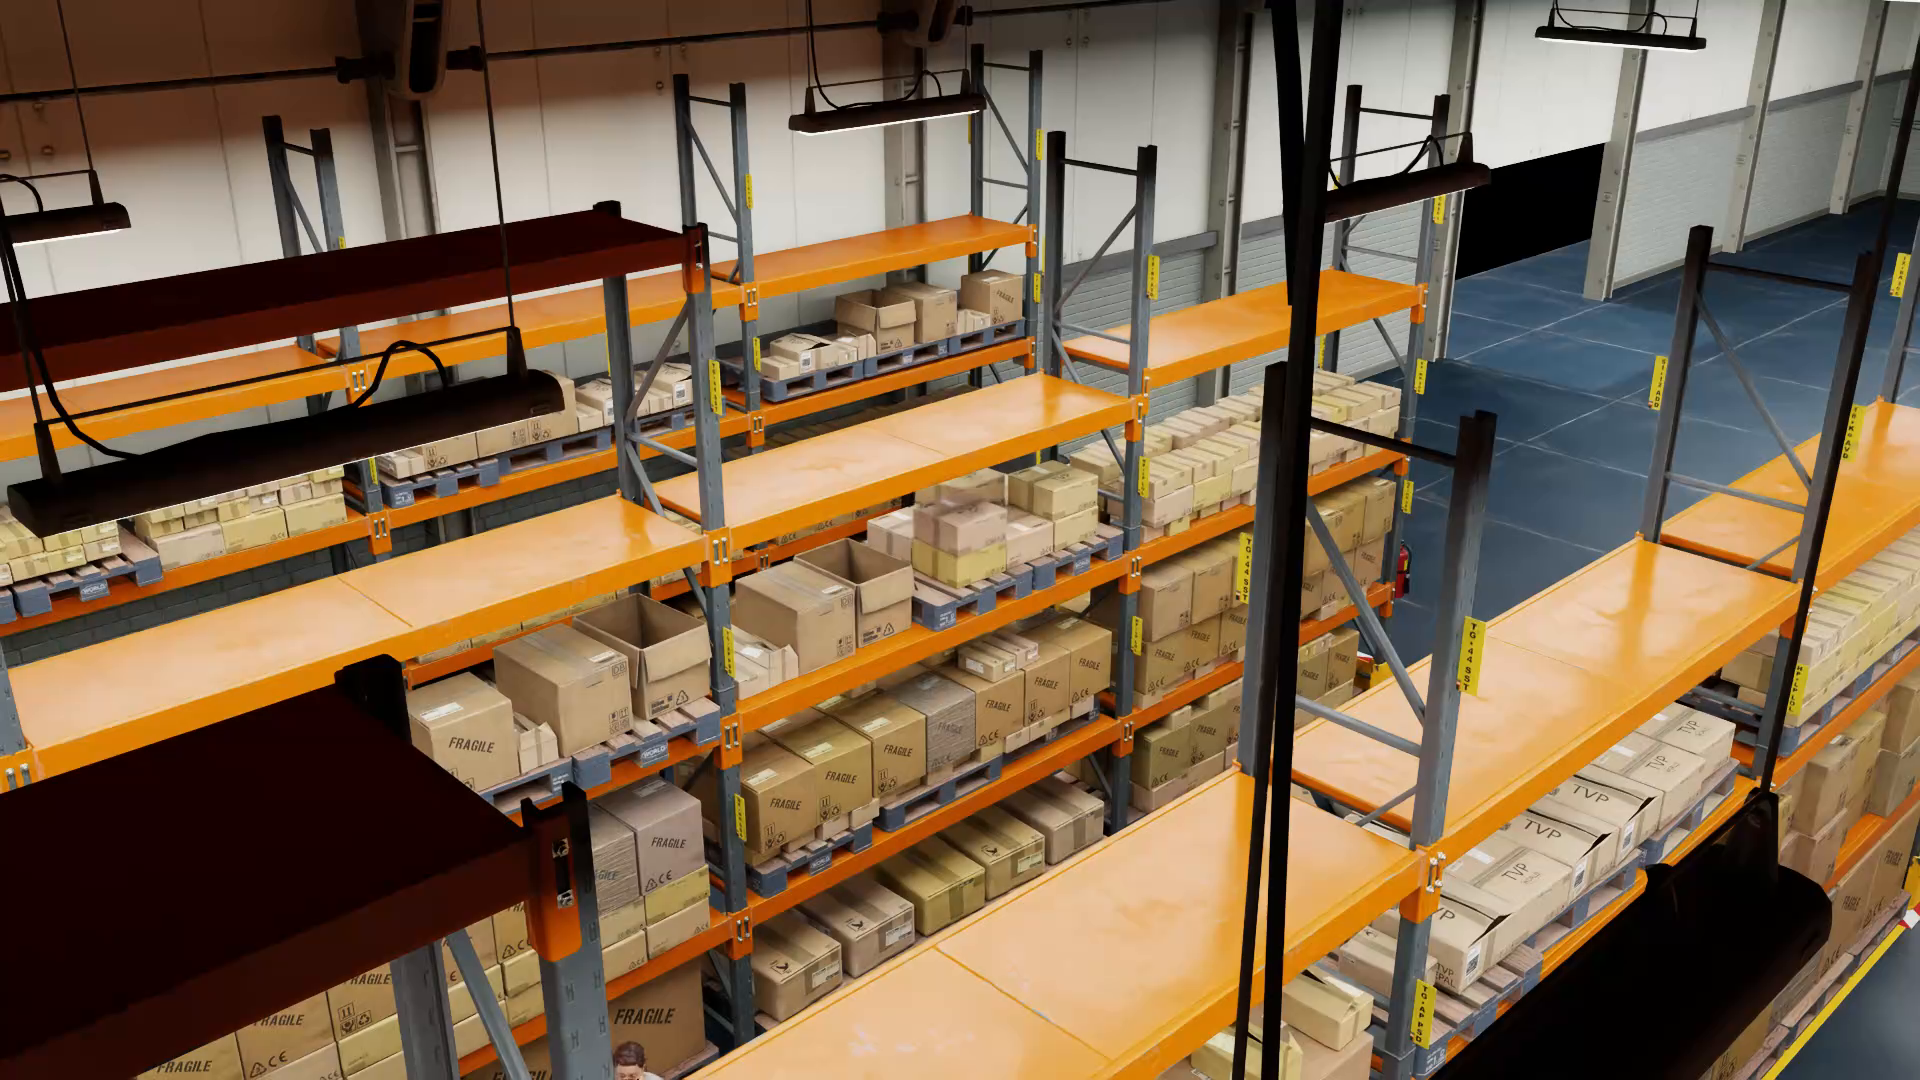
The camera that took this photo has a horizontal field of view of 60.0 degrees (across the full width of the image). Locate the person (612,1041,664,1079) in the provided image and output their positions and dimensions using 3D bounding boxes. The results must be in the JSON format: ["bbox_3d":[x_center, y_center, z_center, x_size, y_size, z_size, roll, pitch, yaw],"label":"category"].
[{"bbox_3d":[-1.886,3.630,9.867,0.496,1.670,0.467,1,22,2],"label":"person"}]
